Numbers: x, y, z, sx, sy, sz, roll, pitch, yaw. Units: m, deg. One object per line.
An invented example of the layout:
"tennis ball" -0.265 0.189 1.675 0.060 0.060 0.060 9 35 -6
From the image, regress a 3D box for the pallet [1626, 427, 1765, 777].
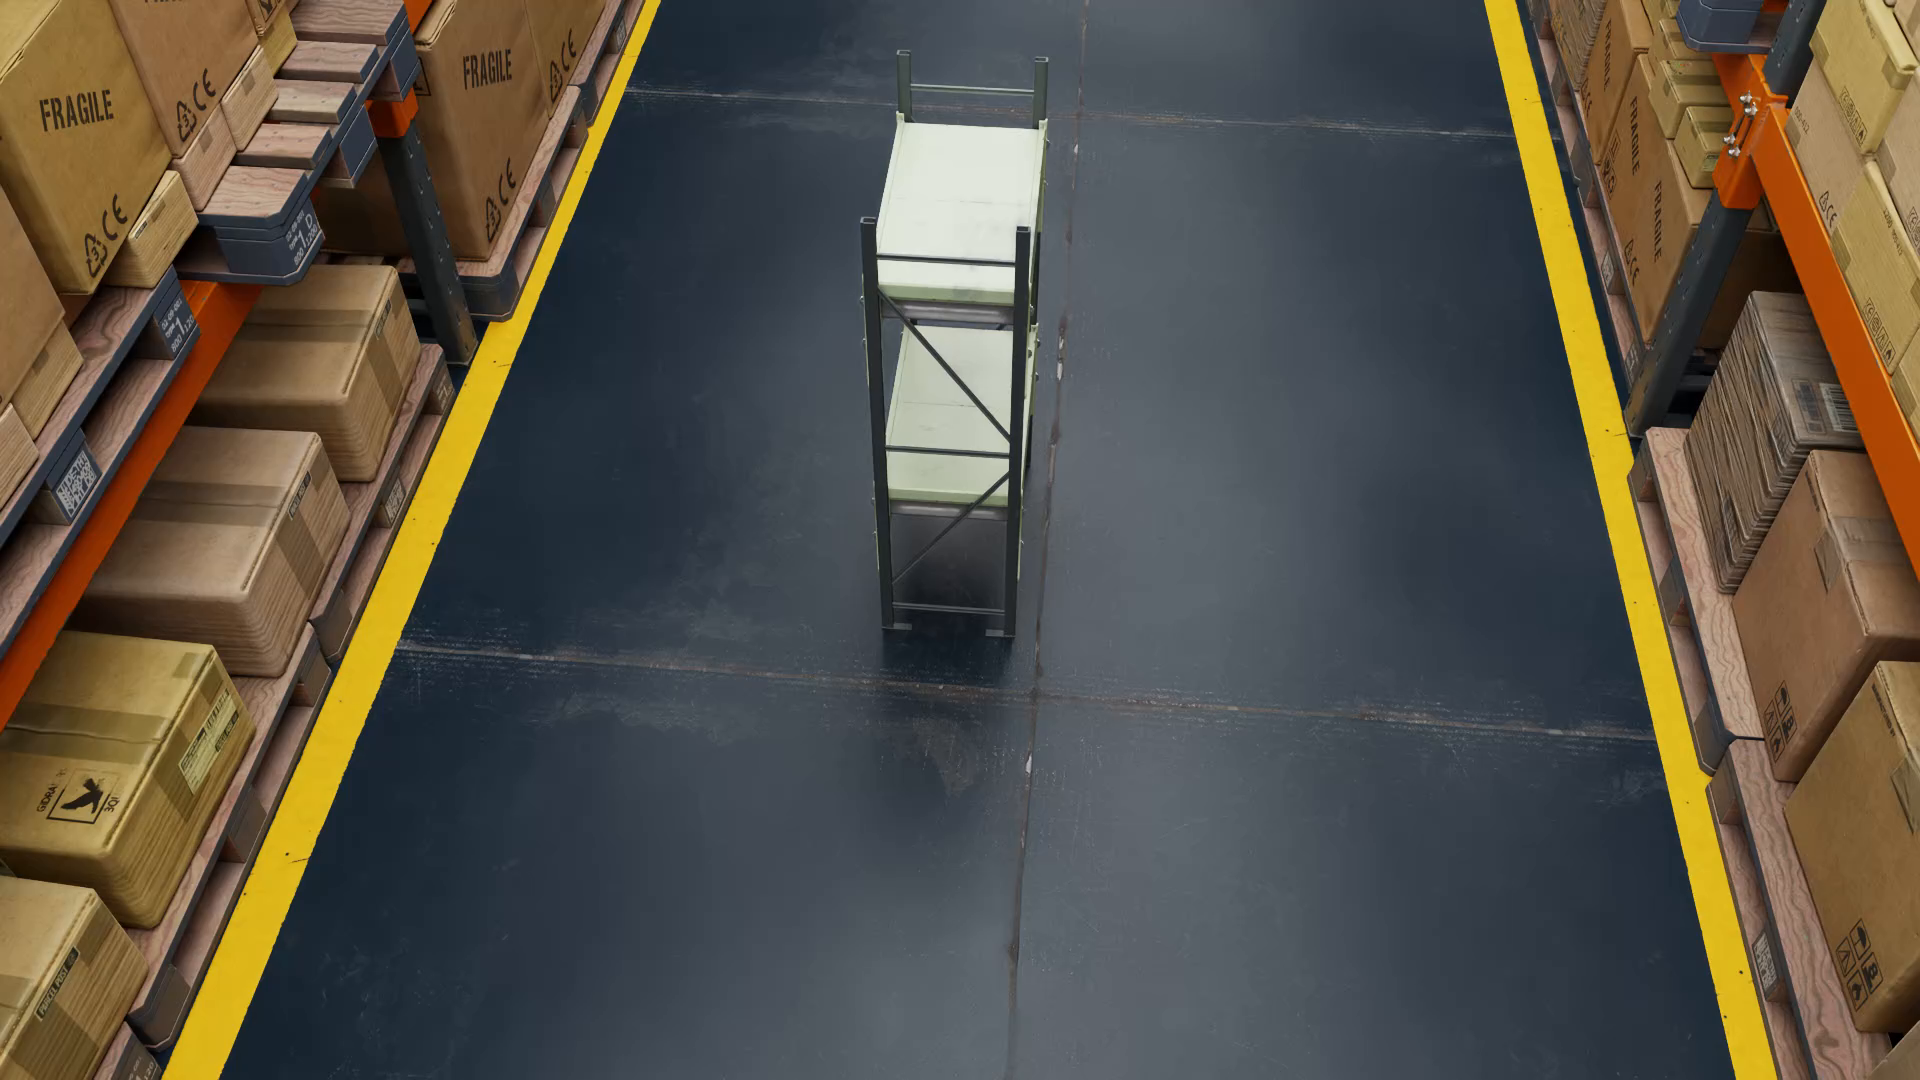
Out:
"pallet" 2.625 0.183 4.940 1.003 0.211 1.213 4 48 4

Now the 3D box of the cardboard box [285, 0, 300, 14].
"cardboard box" -2.000 -1.492 4.467 0.380 0.149 0.250 5 48 5

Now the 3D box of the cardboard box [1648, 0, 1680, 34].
"cardboard box" 2.663 -1.841 5.871 0.380 0.149 0.250 5 48 5

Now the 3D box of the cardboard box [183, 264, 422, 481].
"cardboard box" -2.266 -0.532 5.200 0.950 0.372 0.625 1 48 1

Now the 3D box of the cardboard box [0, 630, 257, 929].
"cardboard box" -2.400 0.568 4.194 0.950 0.372 0.625 5 48 5

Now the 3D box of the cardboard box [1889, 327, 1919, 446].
"cardboard box" 2.364 -0.252 3.549 0.500 0.250 0.500 2 48 2

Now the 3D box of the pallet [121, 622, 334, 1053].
"pallet" -2.391 0.718 4.450 1.003 0.211 1.213 4 48 4

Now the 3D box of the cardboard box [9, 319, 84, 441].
"cardboard box" -2.062 -0.348 3.421 0.380 0.149 0.250 2 48 2

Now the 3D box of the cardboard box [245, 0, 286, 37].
"cardboard box" -1.969 -1.615 4.140 0.500 0.500 0.500 3 48 2

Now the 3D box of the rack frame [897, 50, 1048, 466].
"rack frame" 0.033 -0.770 4.938 0.400 1.500 0.023 4 48 4

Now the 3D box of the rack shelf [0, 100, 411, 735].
"rack shelf" -2.387 0.021 3.686 1.077 0.370 4.000 4 48 4

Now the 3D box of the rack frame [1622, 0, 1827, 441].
"rack frame" 2.739 -1.360 4.461 1.000 3.000 0.127 4 48 4

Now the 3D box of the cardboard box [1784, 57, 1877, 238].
"cardboard box" 2.455 -1.000 4.234 0.500 0.250 0.500 4 48 4

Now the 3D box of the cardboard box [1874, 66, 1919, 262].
"cardboard box" 2.408 -0.801 3.713 0.500 0.250 0.500 5 48 5

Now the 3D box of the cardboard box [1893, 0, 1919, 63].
"cardboard box" 2.393 -1.202 3.810 0.380 0.149 0.250 5 48 4

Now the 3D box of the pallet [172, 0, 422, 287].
"pallet" -2.163 -1.096 4.350 1.213 0.211 1.003 4 48 4

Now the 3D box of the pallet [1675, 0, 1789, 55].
"pallet" 2.731 -1.798 4.992 1.213 0.211 1.003 4 48 4

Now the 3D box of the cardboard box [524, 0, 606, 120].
"cardboard box" -1.973 -2.273 6.452 0.875 0.875 0.875 4 48 4

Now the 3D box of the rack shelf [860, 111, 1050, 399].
"rack shelf" -0.001 -0.765 4.404 0.431 0.370 0.720 4 48 4

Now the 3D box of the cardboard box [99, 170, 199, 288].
"cardboard box" -1.973 -0.714 3.756 0.380 0.149 0.250 5 48 4

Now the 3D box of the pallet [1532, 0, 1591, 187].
"pallet" 2.958 -1.859 6.808 1.003 0.211 1.213 4 48 4

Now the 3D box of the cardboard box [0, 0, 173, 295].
"cardboard box" -2.050 -0.863 3.453 0.500 0.500 0.500 1 48 1

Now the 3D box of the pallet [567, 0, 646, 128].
"pallet" -1.944 -2.219 7.136 1.003 0.211 1.213 4 48 4

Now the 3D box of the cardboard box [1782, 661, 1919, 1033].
"cardboard box" 2.556 0.732 3.872 0.875 0.625 0.625 2 48 2

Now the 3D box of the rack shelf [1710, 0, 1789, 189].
"rack shelf" 2.921 -2.587 6.071 1.077 0.370 4.000 4 48 4

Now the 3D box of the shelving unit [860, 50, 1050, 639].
"shelving unit" -0.001 -0.501 4.692 0.431 1.500 0.755 4 48 4

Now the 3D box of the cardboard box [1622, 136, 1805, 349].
"cardboard box" 2.563 -0.984 5.526 0.500 0.500 0.500 5 48 5

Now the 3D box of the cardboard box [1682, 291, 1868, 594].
"cardboard box" 2.668 -0.243 4.764 0.875 0.625 0.625 5 48 5

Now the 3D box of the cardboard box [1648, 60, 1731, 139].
"cardboard box" 2.526 -1.460 5.522 0.380 0.149 0.250 2 48 2

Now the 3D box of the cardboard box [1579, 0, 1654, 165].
"cardboard box" 2.664 -1.735 6.214 0.500 0.500 0.500 6 48 5

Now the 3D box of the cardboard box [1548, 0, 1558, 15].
"cardboard box" 2.747 -2.499 6.912 0.500 0.500 0.500 3 48 2

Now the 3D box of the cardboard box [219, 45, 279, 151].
"cardboard box" -1.931 -1.102 4.110 0.380 0.149 0.250 4 48 3
